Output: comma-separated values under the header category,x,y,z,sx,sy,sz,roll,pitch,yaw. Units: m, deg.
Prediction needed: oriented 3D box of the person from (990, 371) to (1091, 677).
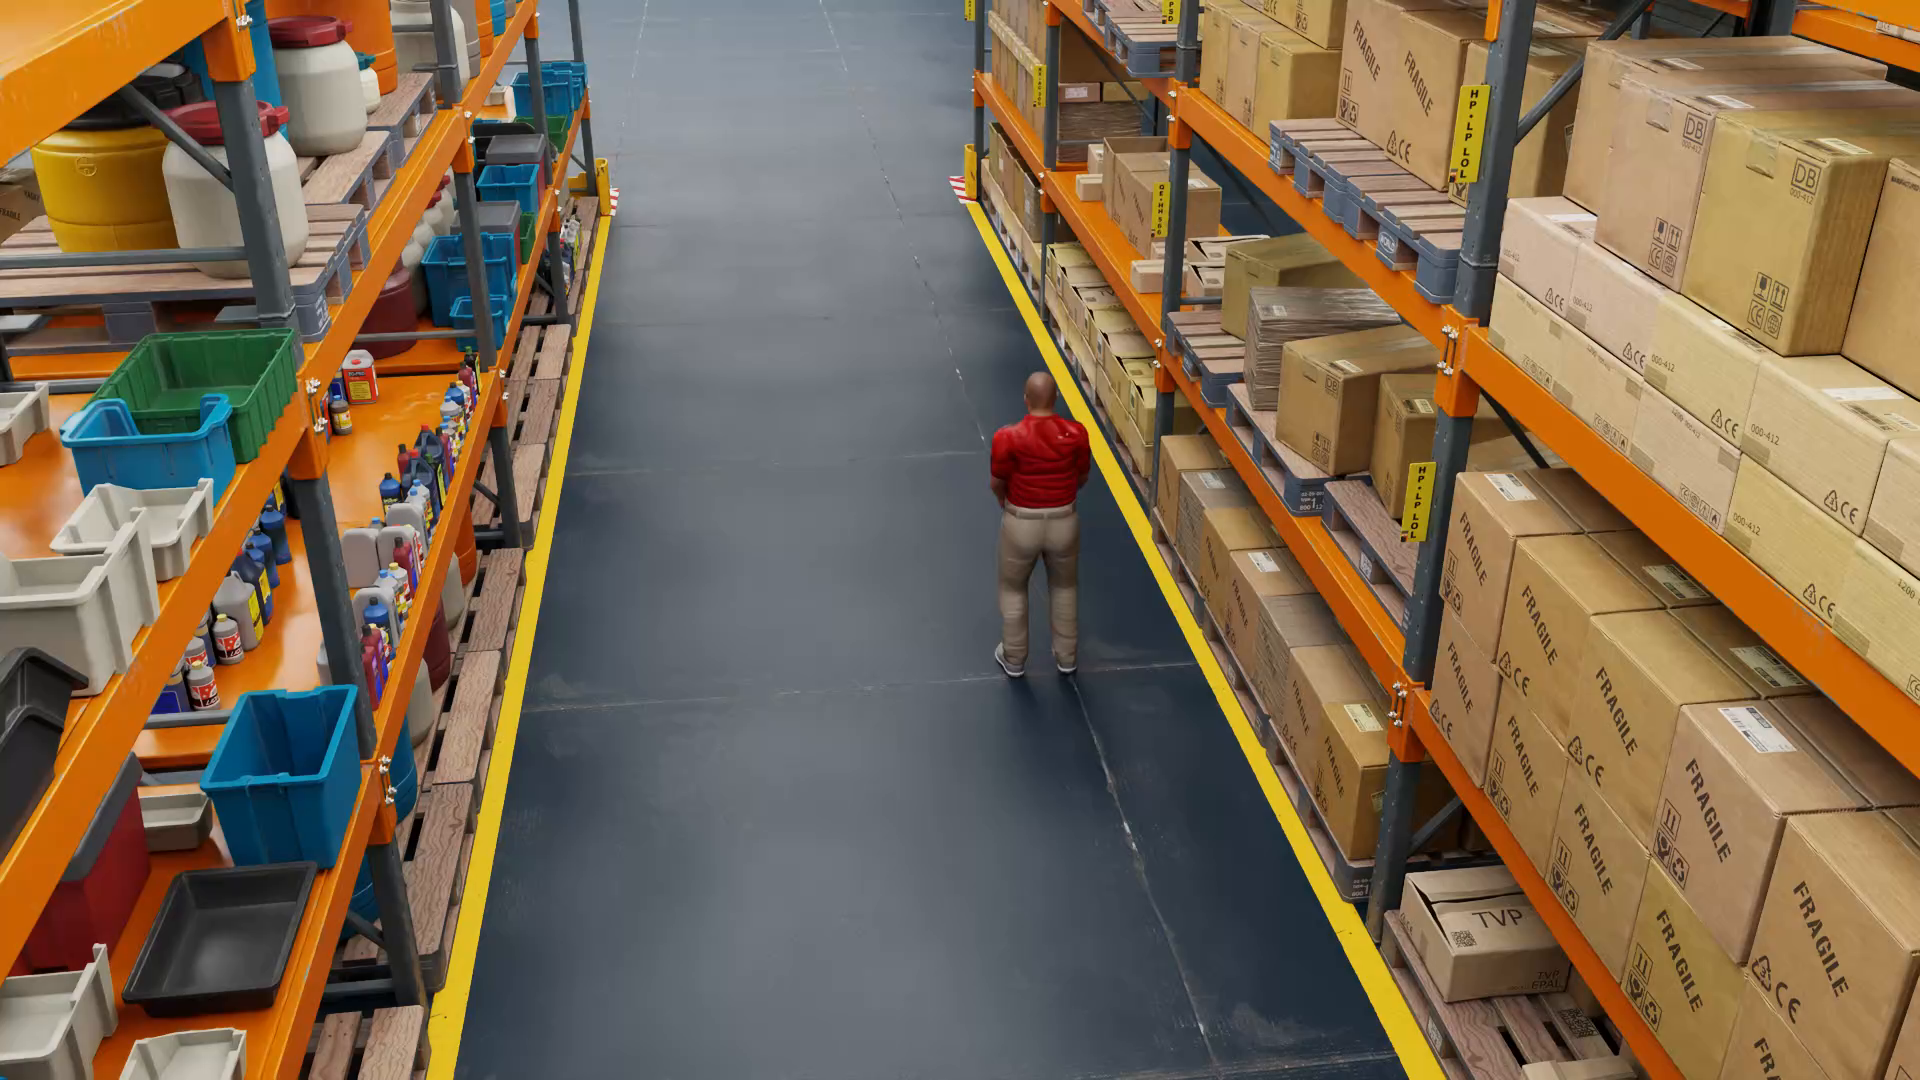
category,x,y,z,sx,sy,sz,roll,pitch,yaw
person,0.407,-0.104,8.830,0.530,1.733,0.483,-4,27,-7
